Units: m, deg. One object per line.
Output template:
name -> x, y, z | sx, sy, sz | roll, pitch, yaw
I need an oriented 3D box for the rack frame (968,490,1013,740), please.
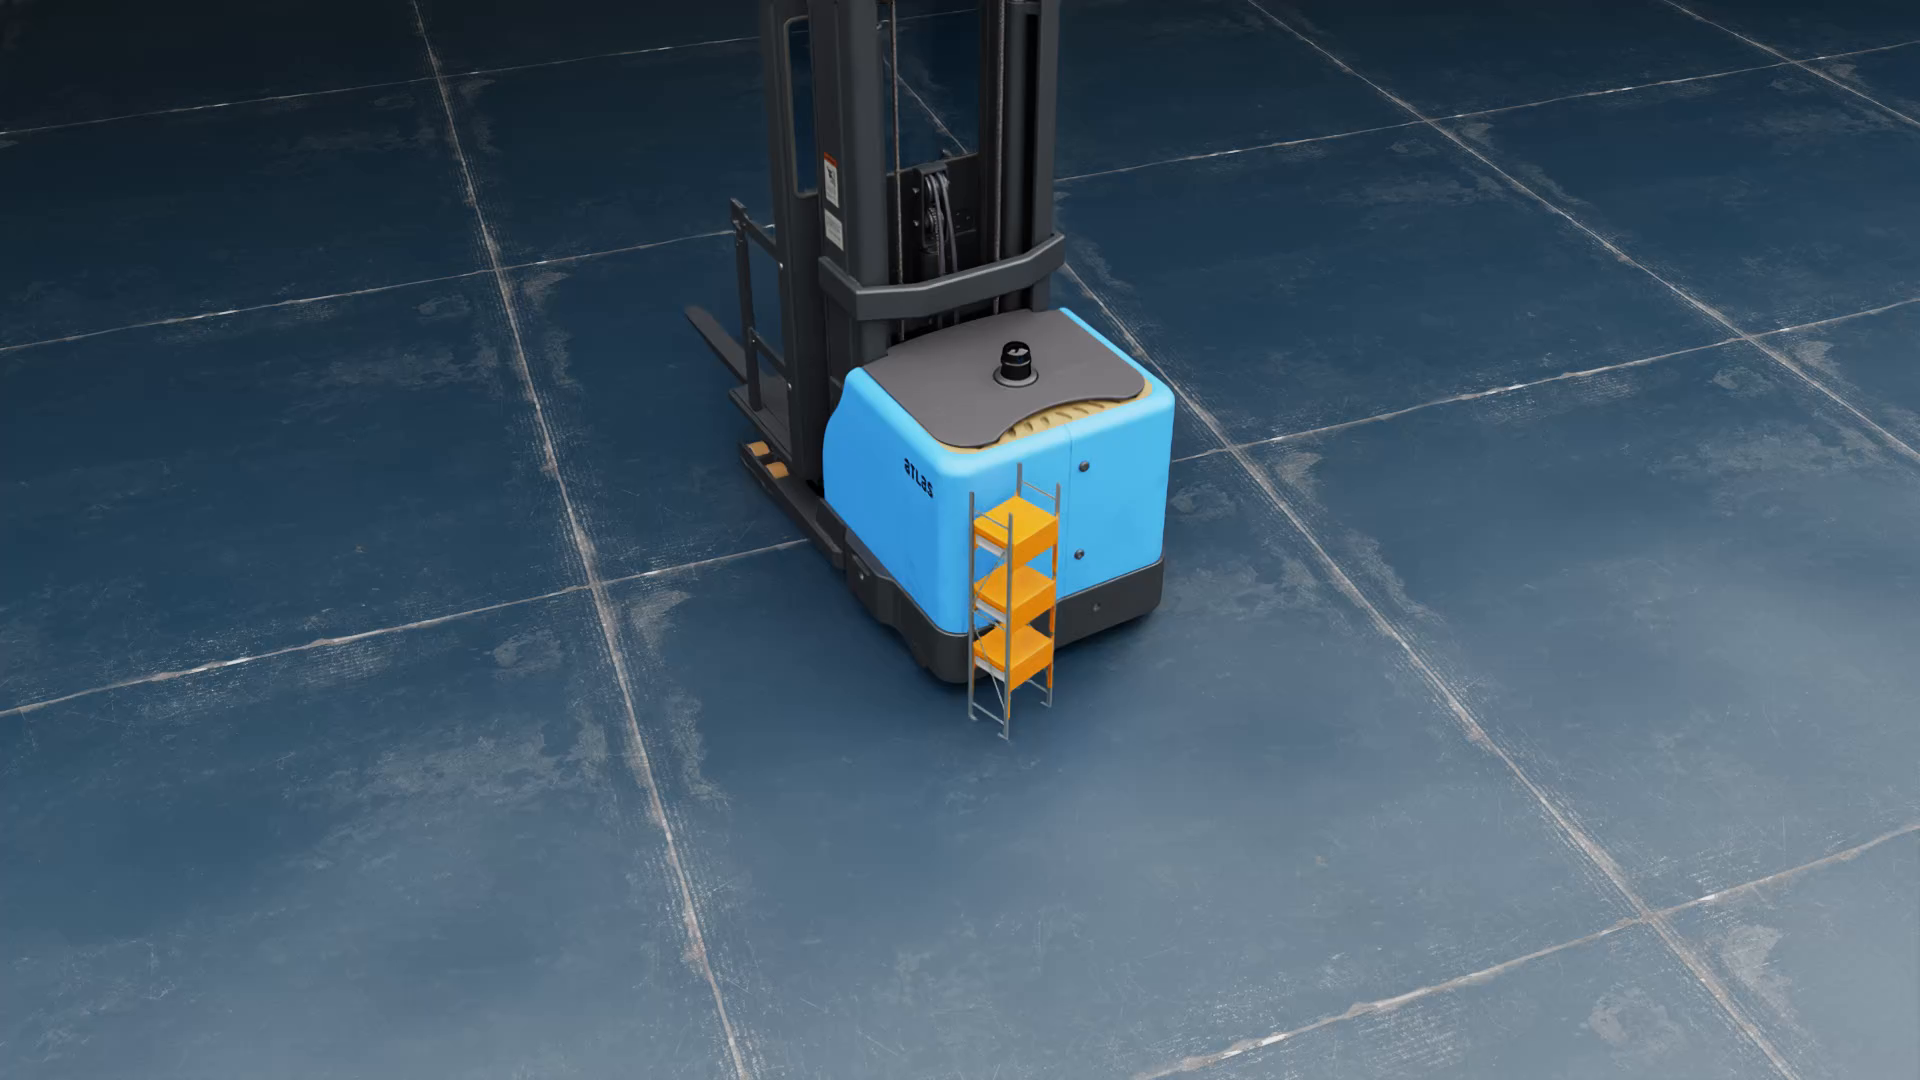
rack frame -> 0.106, 0.291, 5.991 | 0.200, 1.050, 0.008 | 30, 46, 34

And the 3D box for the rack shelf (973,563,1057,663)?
rack shelf -> 0.191, 0.247, 6.068 | 0.215, 0.259, 0.240 | 30, 46, 34

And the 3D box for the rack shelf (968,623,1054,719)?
rack shelf -> 0.191, 0.469, 6.235 | 0.215, 0.259, 0.240 | 30, 46, 34

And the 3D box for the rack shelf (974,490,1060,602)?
rack shelf -> 0.191, 0.020, 5.897 | 0.215, 0.259, 0.240 | 30, 46, 34

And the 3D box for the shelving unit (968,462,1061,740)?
shelving unit -> 0.191, 0.238, 6.061 | 0.215, 1.050, 0.252 | 30, 46, 34

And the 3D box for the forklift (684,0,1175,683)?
forklift -> -0.352, -1.483, 6.783 | 1.130, 2.935, 3.031 | -19, 41, -24

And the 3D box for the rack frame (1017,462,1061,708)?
rack frame -> 0.276, 0.186, 6.131 | 0.200, 1.050, 0.008 | 30, 46, 34
